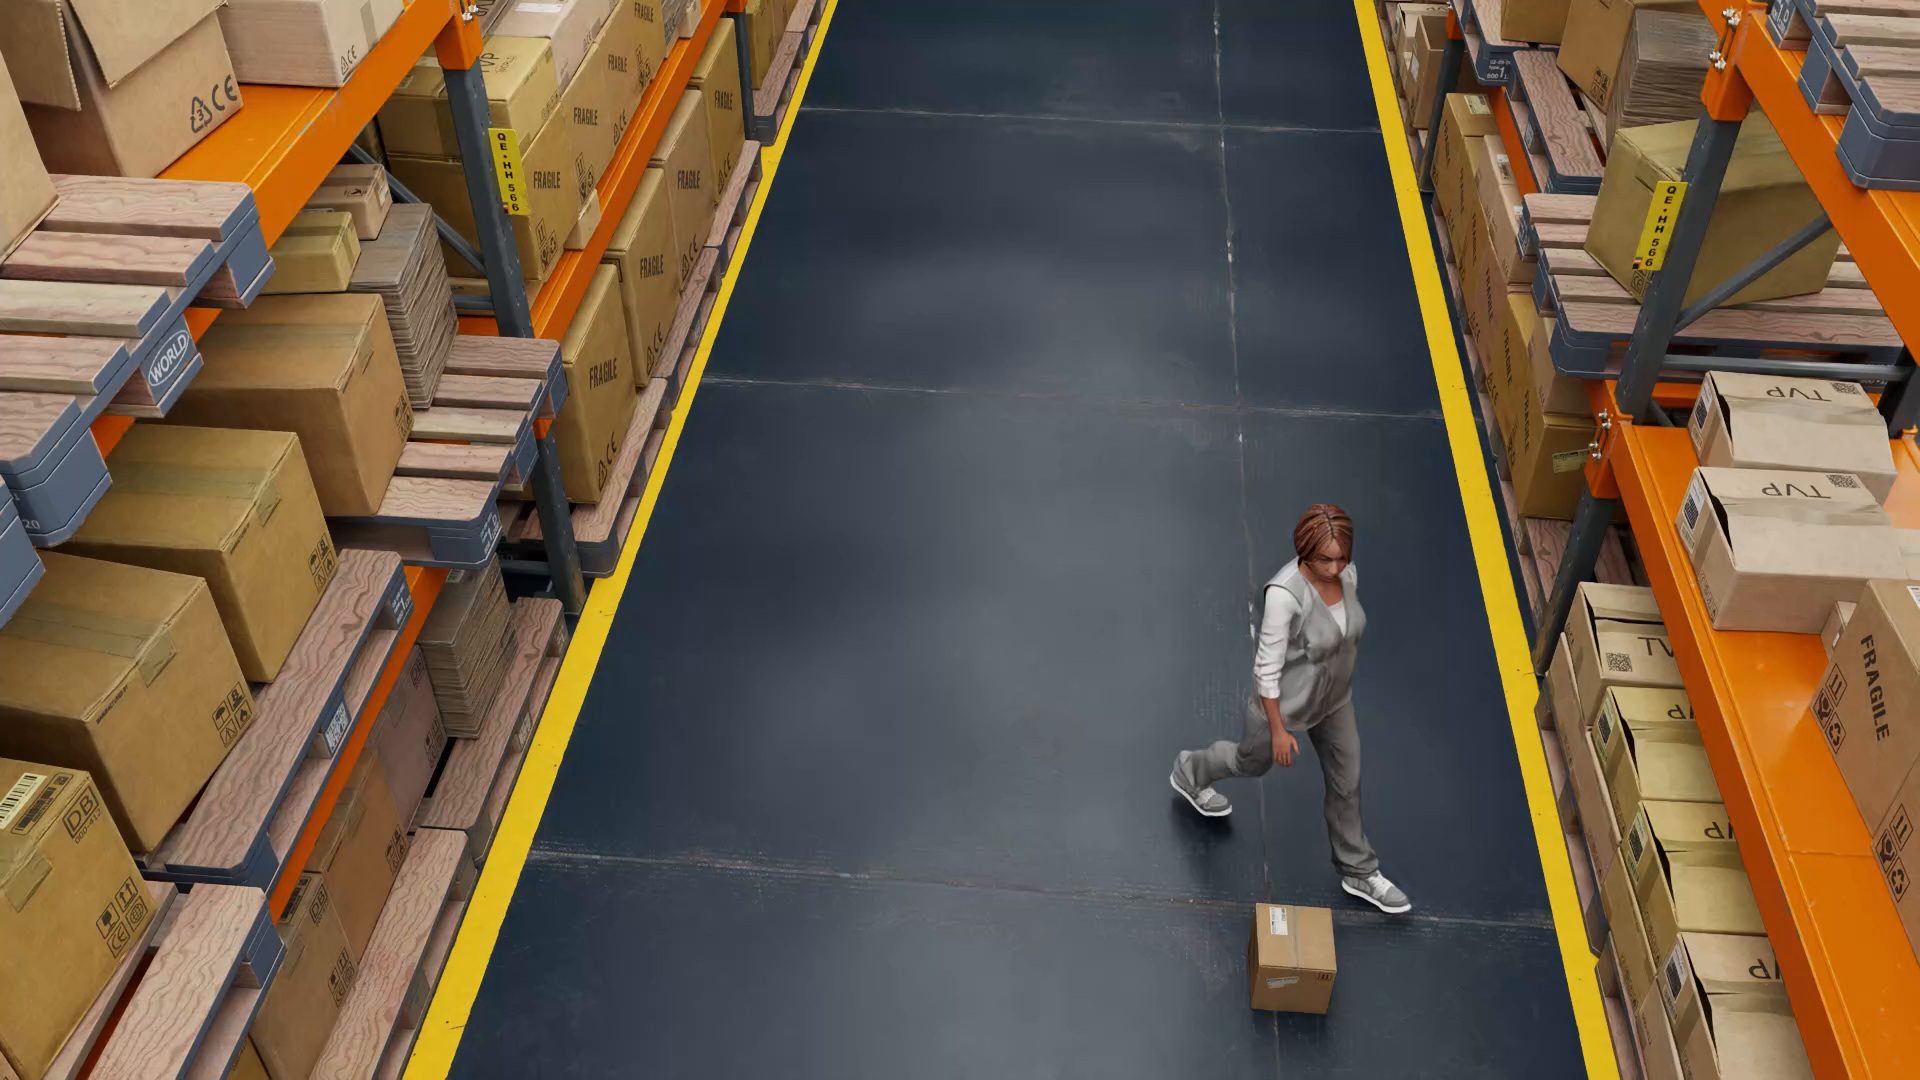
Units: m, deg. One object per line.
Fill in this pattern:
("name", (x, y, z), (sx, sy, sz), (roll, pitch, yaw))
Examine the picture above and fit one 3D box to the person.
("person", (1.171, 0.551, 5.543), (0.435, 1.534, 0.958), (-24, 46, -26))
